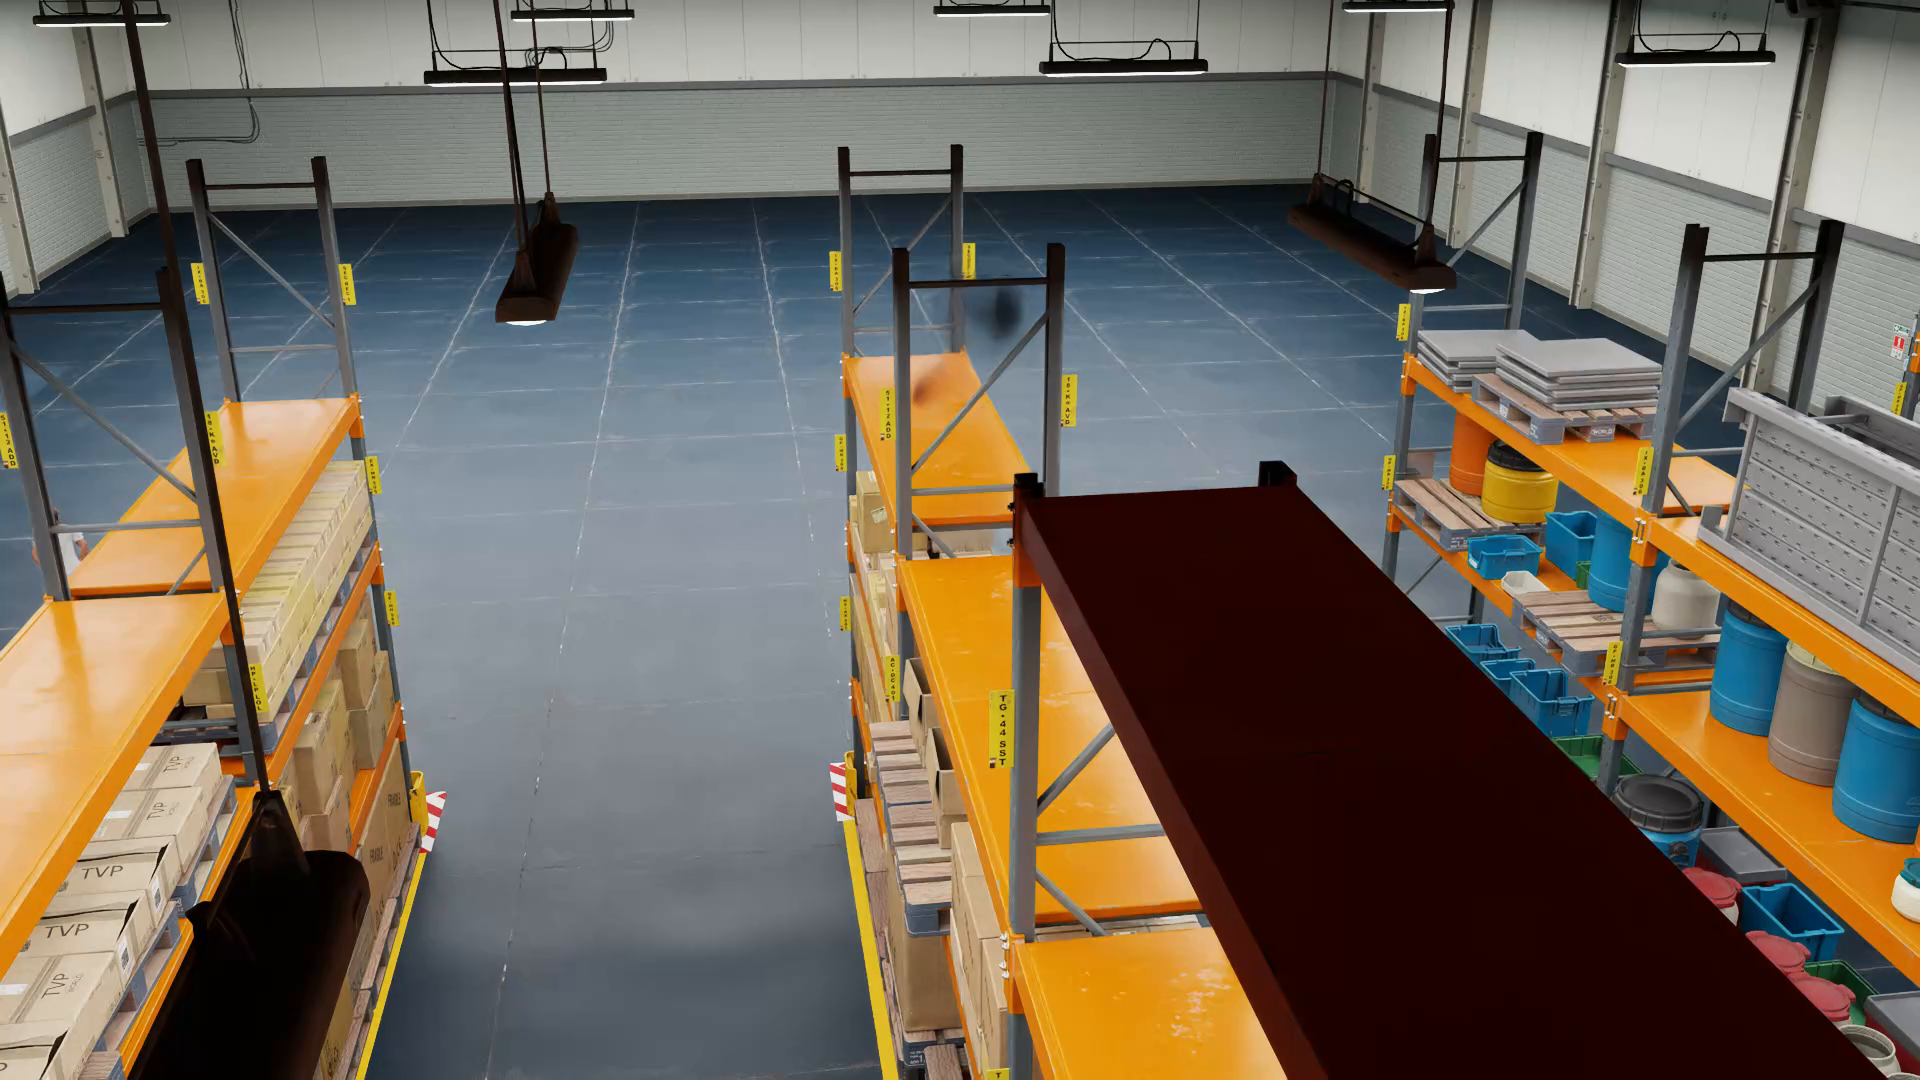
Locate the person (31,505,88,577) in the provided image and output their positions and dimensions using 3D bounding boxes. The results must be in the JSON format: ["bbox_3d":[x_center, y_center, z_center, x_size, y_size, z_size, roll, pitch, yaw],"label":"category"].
[{"bbox_3d":[-9.830,0.463,18.366,0.916,1.622,0.574,19,29,40],"label":"person"}]
